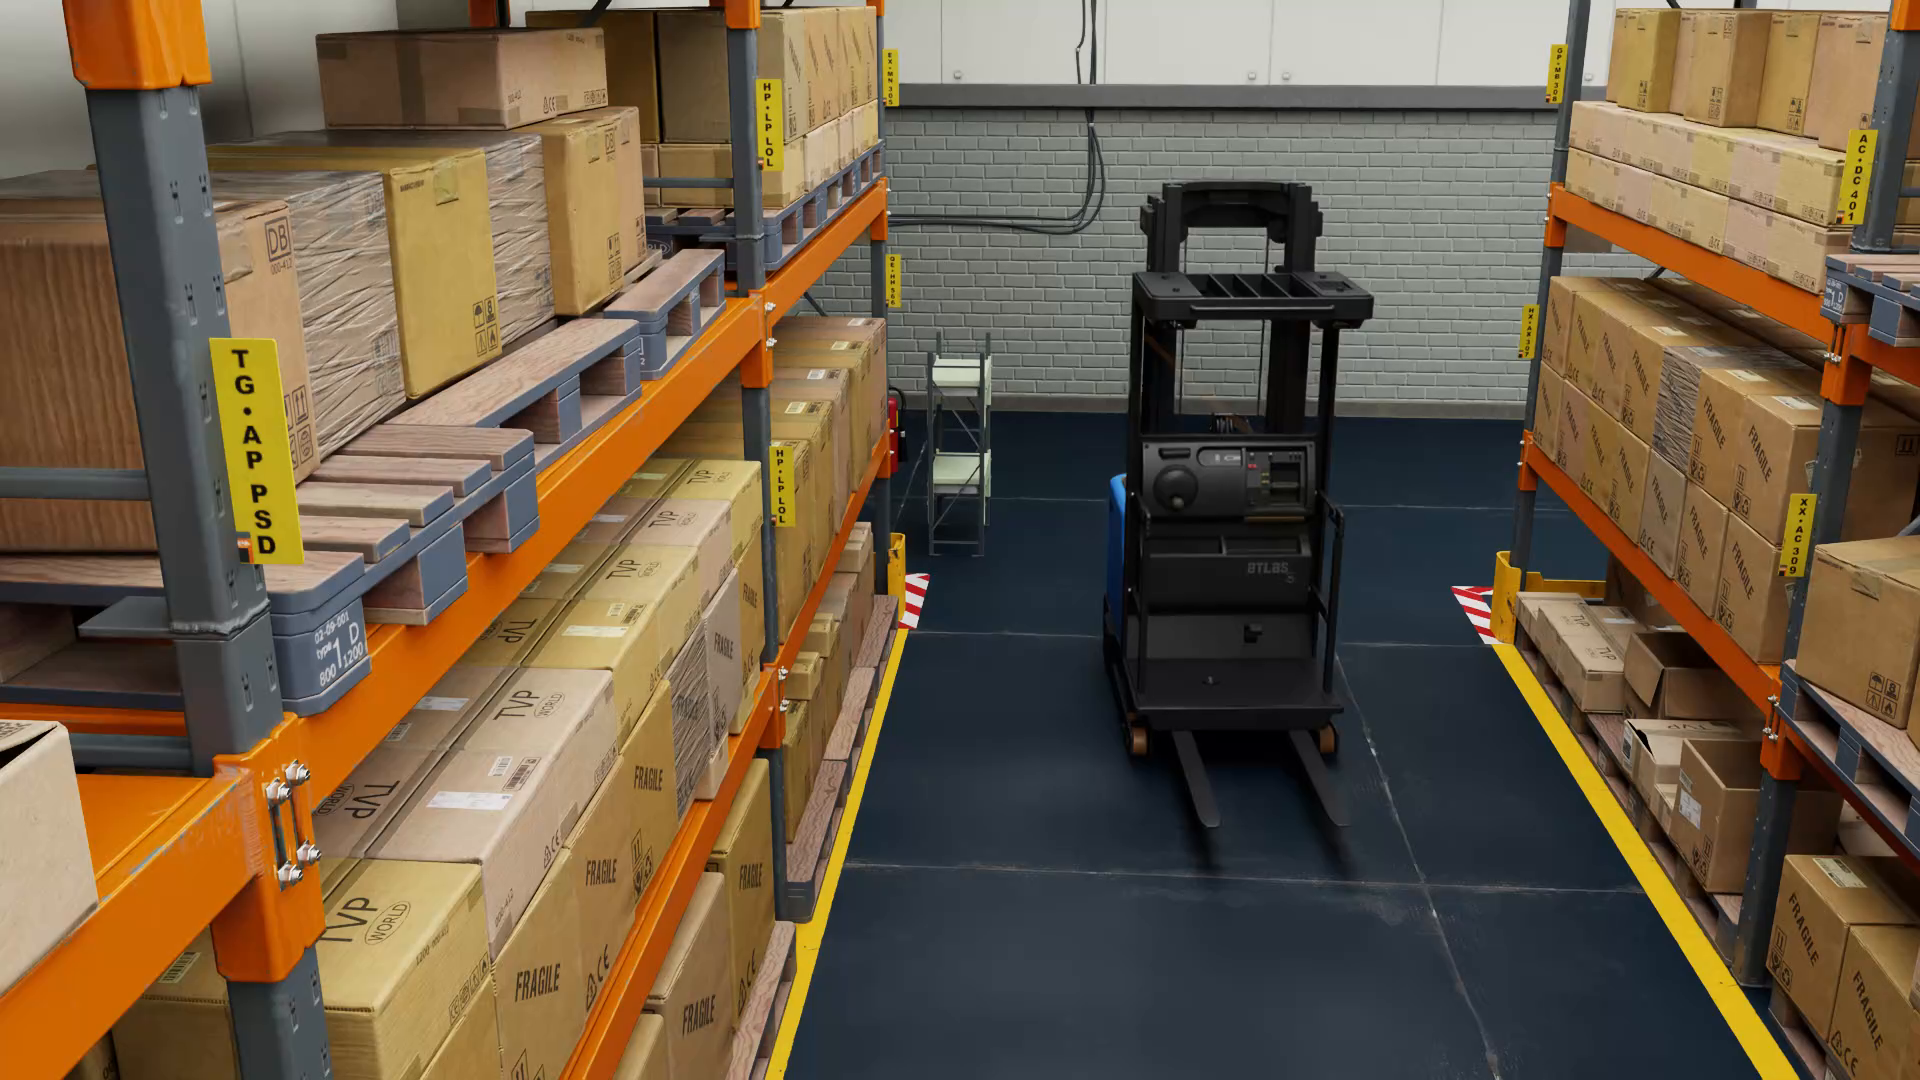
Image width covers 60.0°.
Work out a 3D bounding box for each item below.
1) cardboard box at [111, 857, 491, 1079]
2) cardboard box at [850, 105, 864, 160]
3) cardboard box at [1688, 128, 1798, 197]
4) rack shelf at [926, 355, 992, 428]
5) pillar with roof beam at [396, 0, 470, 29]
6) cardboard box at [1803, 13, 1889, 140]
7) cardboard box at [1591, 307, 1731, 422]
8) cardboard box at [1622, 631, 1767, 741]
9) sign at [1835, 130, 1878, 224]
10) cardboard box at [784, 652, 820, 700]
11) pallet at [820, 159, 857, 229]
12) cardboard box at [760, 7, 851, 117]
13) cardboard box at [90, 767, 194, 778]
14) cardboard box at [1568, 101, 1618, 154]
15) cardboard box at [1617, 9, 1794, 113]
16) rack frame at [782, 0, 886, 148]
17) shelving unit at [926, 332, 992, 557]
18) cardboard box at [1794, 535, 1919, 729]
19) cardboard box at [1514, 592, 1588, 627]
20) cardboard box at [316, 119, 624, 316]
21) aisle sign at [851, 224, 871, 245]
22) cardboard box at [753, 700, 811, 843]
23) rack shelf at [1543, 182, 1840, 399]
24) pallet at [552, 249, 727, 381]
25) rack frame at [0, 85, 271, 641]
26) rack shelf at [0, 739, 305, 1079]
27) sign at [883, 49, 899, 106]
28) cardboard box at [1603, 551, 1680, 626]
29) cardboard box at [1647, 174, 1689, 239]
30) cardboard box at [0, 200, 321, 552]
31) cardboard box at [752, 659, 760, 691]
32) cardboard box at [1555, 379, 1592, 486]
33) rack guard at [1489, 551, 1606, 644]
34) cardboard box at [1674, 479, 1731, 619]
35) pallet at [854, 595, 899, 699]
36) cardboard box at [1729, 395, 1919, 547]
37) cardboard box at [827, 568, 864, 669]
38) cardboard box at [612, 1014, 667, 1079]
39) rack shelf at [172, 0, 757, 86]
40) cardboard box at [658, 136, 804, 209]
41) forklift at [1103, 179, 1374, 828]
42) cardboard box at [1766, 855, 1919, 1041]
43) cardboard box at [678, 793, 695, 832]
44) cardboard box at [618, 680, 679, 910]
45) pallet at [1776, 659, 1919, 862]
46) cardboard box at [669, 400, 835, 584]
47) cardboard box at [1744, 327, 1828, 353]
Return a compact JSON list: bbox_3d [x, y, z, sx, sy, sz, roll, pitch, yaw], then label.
[{"bbox_3d":[-1.235,0.839,3.172,0.500,0.250,0.500,2,18,5],"label":"cardboard box"},{"bbox_3d":[-0.777,-2.153,8.766,0.500,0.250,0.500,1,18,2],"label":"cardboard box"},{"bbox_3d":[3.542,-1.655,7.276,0.500,0.250,0.500,1,18,4],"label":"cardboard box"},{"bbox_3d":[0.000,-1.081,12.062,0.431,0.370,0.720,1,18,4],"label":"rack shelf"},{"bbox_3d":[2.241,-2.696,6.200,9.100,9.000,0.400,1,18,4],"label":"pillar with roof beam"},{"bbox_3d":[3.875,-1.847,6.660,0.700,0.500,0.500,1,18,4],"label":"cardboard box"},{"bbox_3d":[3.622,-0.911,8.618,0.500,0.500,0.500,2,18,5],"label":"cardboard box"},{"bbox_3d":[3.830,0.798,8.472,0.797,0.503,0.637,1,18,4],"label":"cardboard box"},{"bbox_3d":[3.159,-1.276,5.853,0.100,0.325,0.005,1,18,4],"label":"sign"},{"bbox_3d":[-0.878,0.643,7.942,0.380,0.149,0.250,2,18,6],"label":"cardboard box"},{"bbox_3d":[-1.081,-1.720,8.180,1.003,0.211,1.213,1,18,4],"label":"pallet"},{"bbox_3d":[-0.810,-2.354,8.174,0.500,0.500,0.500,0,18,1],"label":"cardboard box"},{"bbox_3d":[-1.713,0.675,3.670,0.500,0.250,0.500,1,18,2],"label":"cardboard box"},{"bbox_3d":[3.691,-2.276,9.171,0.500,0.250,0.500,1,18,4],"label":"cardboard box"},{"bbox_3d":[3.847,-2.472,8.568,0.700,0.500,0.500,1,18,4],"label":"cardboard box"},{"bbox_3d":[-0.954,-3.798,9.562,1.000,3.000,0.127,1,18,4],"label":"rack frame"},{"bbox_3d":[0.000,-0.711,12.183,0.431,1.500,0.755,1,18,4],"label":"shelving unit"},{"bbox_3d":[3.444,0.300,5.856,0.700,0.500,0.500,-5,19,-15],"label":"cardboard box"},{"bbox_3d":[3.615,0.430,10.164,0.380,0.149,0.250,1,18,4],"label":"cardboard box"},{"bbox_3d":[-1.388,-0.942,4.795,0.700,0.500,0.500,1,18,3],"label":"cardboard box"},{"bbox_3d":[-0.649,-2.198,10.139,0.394,0.787,0.004,1,18,4],"label":"aisle sign"},{"bbox_3d":[-1.084,1.054,7.730,0.700,0.500,0.500,2,18,5],"label":"cardboard box"},{"bbox_3d":[3.844,-1.300,7.912,1.077,0.370,4.000,1,18,4],"label":"rack shelf"},{"bbox_3d":[-1.257,-0.753,5.395,0.805,0.209,1.217,1,18,2],"label":"pallet"},{"bbox_3d":[-1.527,-1.313,1.979,1.000,3.000,0.127,1,18,4],"label":"rack frame"},{"bbox_3d":[-1.670,1.075,0.663,1.077,0.370,4.000,1,18,4],"label":"rack shelf"},{"bbox_3d":[-0.413,-2.739,9.853,0.100,0.325,0.005,1,18,4],"label":"sign"},{"bbox_3d":[4.194,0.315,9.951,0.500,0.500,0.500,1,18,4],"label":"cardboard box"},{"bbox_3d":[3.585,-1.572,7.828,0.500,0.250,0.500,1,18,4],"label":"cardboard box"},{"bbox_3d":[-1.550,-0.294,2.817,0.700,0.500,0.500,0,18,0],"label":"cardboard box"},{"bbox_3d":[-0.982,0.516,6.401,0.380,0.149,0.250,1,18,4],"label":"cardboard box"},{"bbox_3d":[3.661,-0.593,9.255,0.500,0.500,0.500,1,18,3],"label":"cardboard box"},{"bbox_3d":[3.982,0.374,10.479,1.175,0.500,0.348,1,18,4],"label":"rack guard"},{"bbox_3d":[3.516,0.036,7.335,0.500,0.500,0.500,2,18,5],"label":"cardboard box"},{"bbox_3d":[-0.933,0.628,10.167,1.003,0.211,1.213,1,18,4],"label":"pallet"},{"bbox_3d":[3.479,-0.281,6.697,0.500,0.500,0.500,1,18,4],"label":"cardboard box"},{"bbox_3d":[-0.940,0.416,9.675,0.700,0.500,0.500,1,18,4],"label":"cardboard box"},{"bbox_3d":[-1.274,1.862,4.701,0.750,0.750,0.750,1,18,4],"label":"cardboard box"},{"bbox_3d":[-1.384,-1.403,4.049,1.077,0.370,4.000,1,18,4],"label":"rack shelf"},{"bbox_3d":[-0.928,-1.515,6.817,0.500,0.250,0.500,1,18,4],"label":"cardboard box"},{"bbox_3d":[1.447,-0.330,8.723,1.130,2.935,3.031,0,18,-1],"label":"forklift"},{"bbox_3d":[3.423,1.528,6.250,0.500,0.500,0.500,0,18,1],"label":"cardboard box"},{"bbox_3d":[-1.084,0.833,5.436,0.380,0.149,0.250,1,18,4],"label":"cardboard box"},{"bbox_3d":[-1.124,0.716,4.752,0.500,0.500,0.500,2,18,5],"label":"cardboard box"},{"bbox_3d":[3.535,0.742,5.651,1.003,0.211,1.213,1,18,4],"label":"pallet"},{"bbox_3d":[-1.127,-0.242,7.863,0.980,0.700,0.700,1,18,3],"label":"cardboard box"},{"bbox_3d":[4.125,-0.738,8.093,0.500,0.500,0.500,2,18,6],"label":"cardboard box"}]
